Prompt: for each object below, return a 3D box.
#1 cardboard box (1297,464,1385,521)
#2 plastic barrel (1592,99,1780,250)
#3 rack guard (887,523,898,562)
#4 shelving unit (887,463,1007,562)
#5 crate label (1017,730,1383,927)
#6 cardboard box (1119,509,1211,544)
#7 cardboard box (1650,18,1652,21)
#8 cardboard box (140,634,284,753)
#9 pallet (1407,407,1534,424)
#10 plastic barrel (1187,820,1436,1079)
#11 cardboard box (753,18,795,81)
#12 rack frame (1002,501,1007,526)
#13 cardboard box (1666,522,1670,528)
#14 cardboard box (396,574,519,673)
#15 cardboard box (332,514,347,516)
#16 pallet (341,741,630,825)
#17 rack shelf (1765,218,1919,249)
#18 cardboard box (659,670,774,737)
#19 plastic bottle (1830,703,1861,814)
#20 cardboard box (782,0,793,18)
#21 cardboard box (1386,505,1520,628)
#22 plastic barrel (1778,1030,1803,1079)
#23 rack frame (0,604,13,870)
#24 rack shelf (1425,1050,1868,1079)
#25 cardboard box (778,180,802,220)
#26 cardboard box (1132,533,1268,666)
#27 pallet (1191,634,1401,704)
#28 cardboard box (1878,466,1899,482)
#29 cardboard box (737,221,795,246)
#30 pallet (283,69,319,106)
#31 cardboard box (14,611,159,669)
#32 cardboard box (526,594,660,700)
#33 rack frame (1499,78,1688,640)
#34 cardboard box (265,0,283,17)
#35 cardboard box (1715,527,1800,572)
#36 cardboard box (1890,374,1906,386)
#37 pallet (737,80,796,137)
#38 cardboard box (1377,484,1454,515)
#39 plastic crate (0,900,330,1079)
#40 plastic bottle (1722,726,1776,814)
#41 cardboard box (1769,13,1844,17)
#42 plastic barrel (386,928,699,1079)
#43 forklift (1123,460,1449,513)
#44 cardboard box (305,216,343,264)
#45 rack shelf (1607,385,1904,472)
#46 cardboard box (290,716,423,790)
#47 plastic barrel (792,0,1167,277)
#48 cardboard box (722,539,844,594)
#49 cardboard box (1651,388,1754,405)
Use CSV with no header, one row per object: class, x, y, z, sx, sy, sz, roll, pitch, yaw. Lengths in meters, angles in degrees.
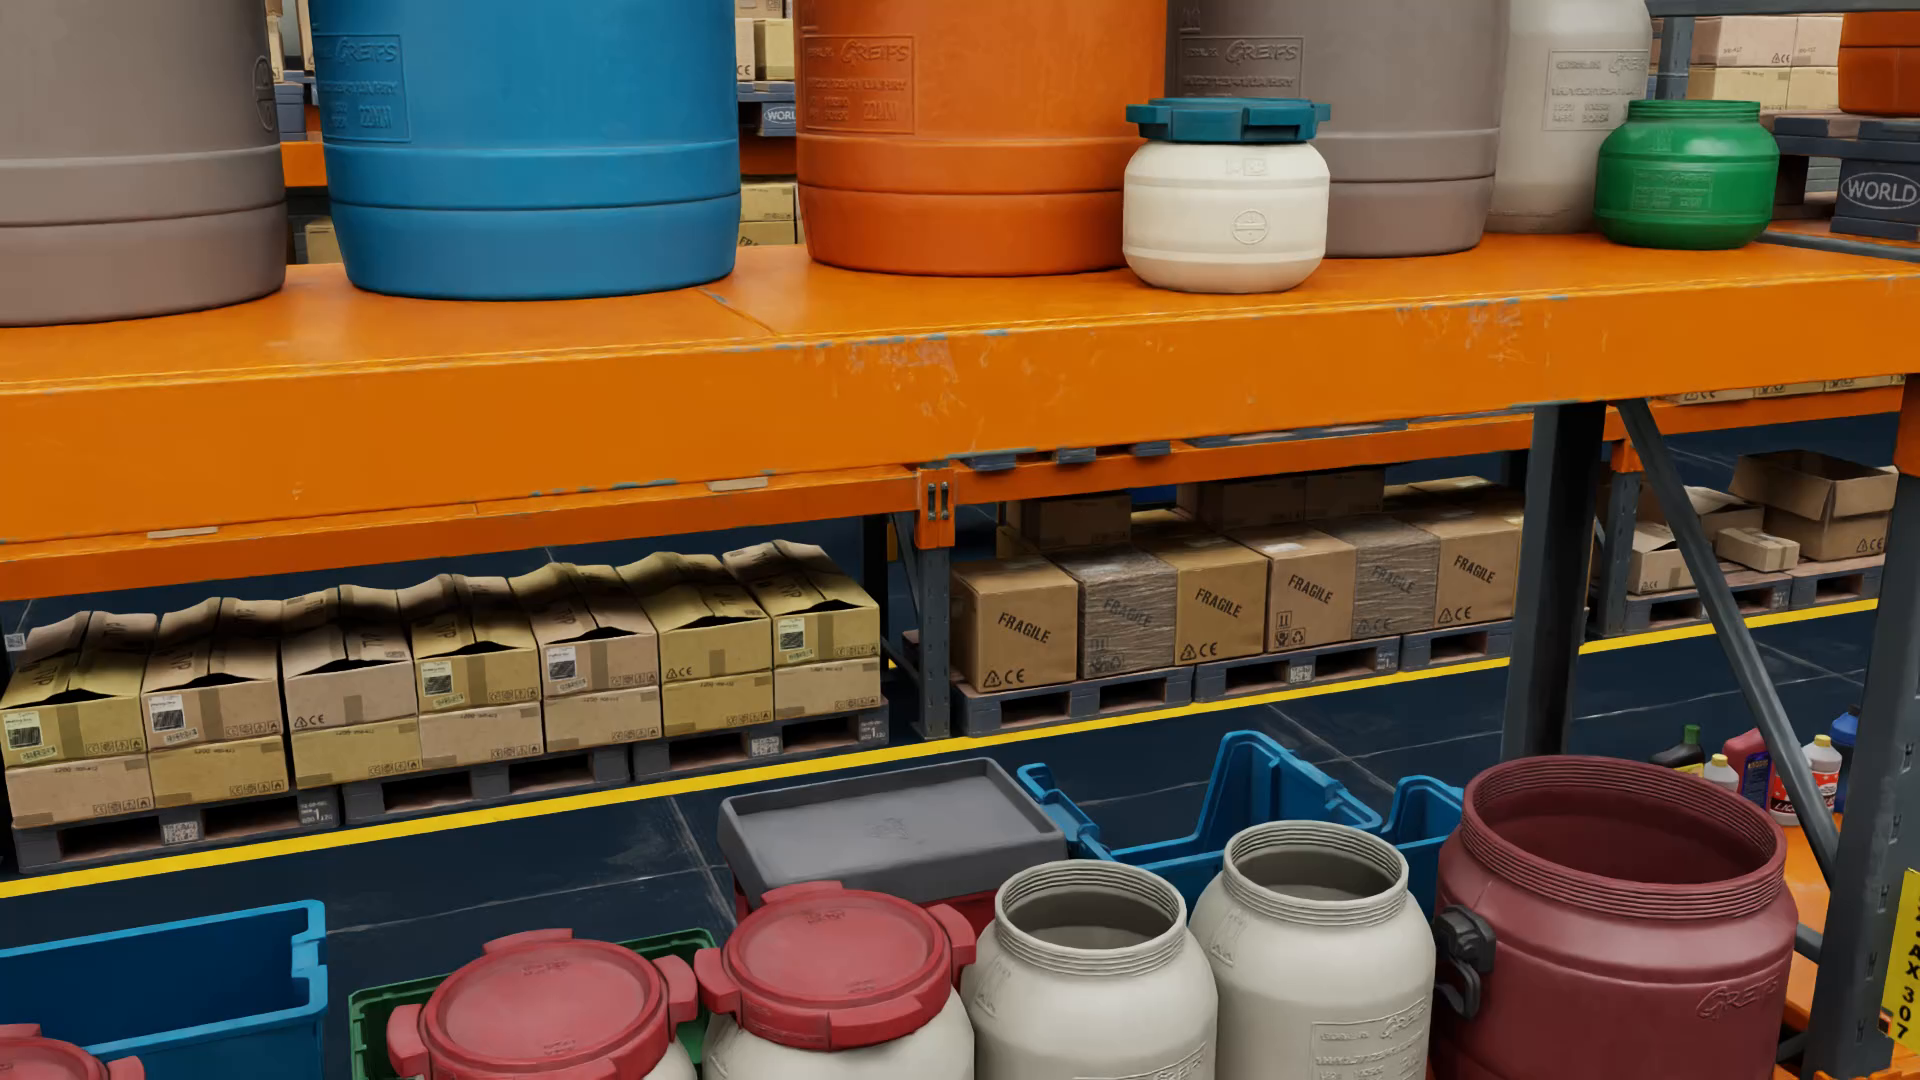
cardboard box,1.981,-0.311,9.159,0.500,0.250,0.500,-6,17,-20
plastic barrel,1.275,-0.644,2.921,0.294,0.245,0.294,0,16,0
rack guard,-0.536,-0.062,10.866,0.087,0.250,0.587,-6,17,-20
shelving unit,-0.071,-0.712,10.861,1.083,1.500,0.587,-6,17,-20
crate label,0.462,0.694,3.349,0.616,0.435,0.502,-6,17,-20
cardboard box,0.991,0.158,8.891,0.500,0.500,0.500,-7,18,-22
cardboard box,3.810,-2.753,9.203,0.500,0.250,0.500,-6,17,-20
cardboard box,-3.073,0.605,6.854,0.500,0.311,0.500,-6,18,-21
pallet,2.668,-0.881,9.116,1.213,0.211,1.003,-6,17,-20
plastic barrel,0.603,0.788,2.892,0.421,0.512,0.421,0,16,0
cardboard box,-0.685,-2.130,7.225,0.500,0.250,0.500,-8,18,-24
rack frame,0.395,-0.762,11.032,0.032,1.500,0.500,-6,17,-20
cardboard box,4.212,-0.054,10.237,0.250,0.149,0.380,-6,17,-20
cardboard box,-2.321,0.361,7.686,0.500,0.311,0.500,-6,18,-21
cardboard box,-2.802,-0.393,6.934,0.500,0.500,0.500,-5,17,-16
pallet,-2.202,0.911,7.622,1.213,0.211,1.003,-6,17,-20
rack shelf,3.355,-0.614,3.818,4.000,0.370,1.077,-6,17,-20
cardboard box,-1.166,0.666,7.641,0.500,0.250,0.500,-6,18,-21
plastic bottle,2.224,0.541,4.161,0.097,0.271,0.097,0,16,0
cardboard box,-1.150,-3.754,12.277,0.500,0.500,0.700,-7,18,-23
cardboard box,2.630,0.136,8.967,0.500,0.500,0.500,-6,17,-20
plastic barrel,1.938,1.468,3.882,0.708,0.830,0.600,-6,17,-20
rack frame,-4.017,-0.218,6.518,0.127,3.000,1.000,-6,17,-20
rack shelf,-0.381,1.229,2.867,4.000,0.370,1.077,-6,17,-20
cardboard box,-1.040,-2.517,12.274,0.500,0.250,0.500,-6,18,-21
cardboard box,1.202,0.292,8.435,0.500,0.500,0.500,-6,18,-21
pallet,1.566,0.529,8.922,1.213,0.211,1.003,-6,17,-20
cardboard box,6.112,-0.289,10.860,0.500,0.250,0.500,-6,17,-20
cardboard box,-1.513,-2.107,12.207,0.500,0.500,0.500,-6,17,-18
pallet,-4.211,-3.010,11.035,1.003,0.211,1.213,-6,17,-20
cardboard box,-3.742,0.514,7.164,0.500,0.311,0.500,-6,17,-20
cardboard box,-1.638,0.449,7.385,0.500,0.311,0.500,-6,17,-20
rack frame,3.453,-1.025,9.265,0.127,3.000,1.000,-6,17,-20
cardboard box,-2.904,-2.262,6.345,0.500,0.500,0.500,-4,17,-15
cardboard box,4.727,0.048,9.859,0.250,0.166,0.380,-6,17,-20
cardboard box,5.446,-1.207,9.706,0.500,0.500,0.500,-6,18,-21
pallet,-0.884,-1.878,7.183,1.003,0.211,1.213,-5,17,-18
cardboard box,2.420,0.005,9.414,0.500,0.500,0.500,-6,17,-19
plastic crate,-1.329,0.900,2.739,0.575,0.384,0.392,-6,17,-20
plastic bottle,1.928,0.562,4.069,0.133,0.283,0.061,-6,17,-20
cardboard box,4.411,-3.064,8.933,0.500,0.500,0.700,-6,17,-20
plastic barrel,-0.591,0.907,2.444,0.433,0.535,0.433,0,16,0
forklift,1.988,-1.576,11.263,3.031,2.935,1.130,-5,17,-16
cardboard box,-4.178,-1.952,11.463,0.500,0.500,0.700,-4,17,-12
rack shelf,5.321,-0.881,10.053,4.000,0.370,1.077,-6,17,-20
cardboard box,-2.591,0.820,7.118,0.500,0.250,0.500,-7,18,-22
plastic barrel,0.032,-0.872,2.657,0.708,0.830,0.600,-6,17,-20
cardboard box,-0.876,0.203,8.224,0.500,0.311,0.500,-6,17,-18
cardboard box,4.027,-1.053,9.182,0.500,0.500,0.500,-6,17,-19
